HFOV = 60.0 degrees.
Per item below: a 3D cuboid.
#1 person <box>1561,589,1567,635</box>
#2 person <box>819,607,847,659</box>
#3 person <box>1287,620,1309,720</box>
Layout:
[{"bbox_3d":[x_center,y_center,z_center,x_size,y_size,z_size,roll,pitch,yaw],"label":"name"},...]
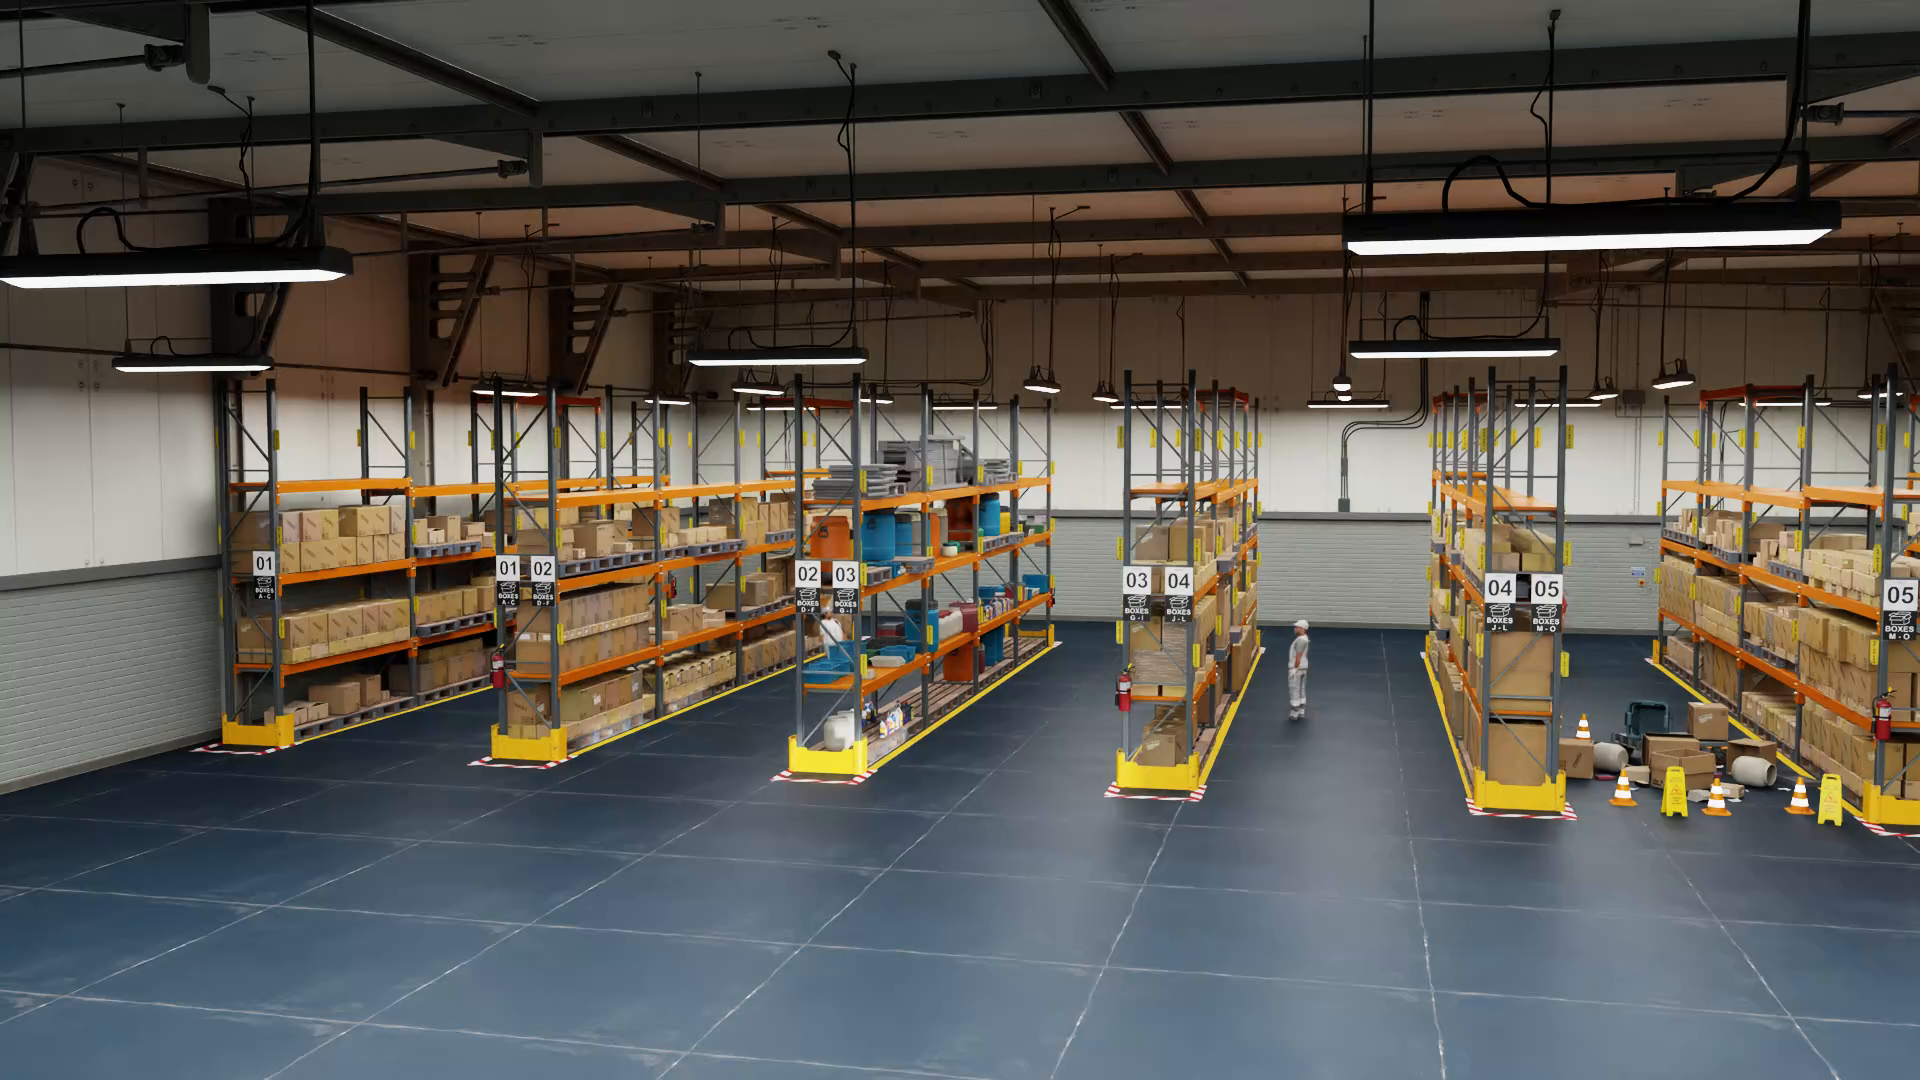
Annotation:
[{"bbox_3d":[13.235,1.947,36.963,0.489,1.776,0.602,2,4,24],"label":"person"},{"bbox_3d":[-2.578,2.186,34.128,0.531,1.591,0.663,-2,4,-24],"label":"person"},{"bbox_3d":[6.028,2.319,29.806,0.498,1.796,0.552,3,4,37],"label":"person"}]
